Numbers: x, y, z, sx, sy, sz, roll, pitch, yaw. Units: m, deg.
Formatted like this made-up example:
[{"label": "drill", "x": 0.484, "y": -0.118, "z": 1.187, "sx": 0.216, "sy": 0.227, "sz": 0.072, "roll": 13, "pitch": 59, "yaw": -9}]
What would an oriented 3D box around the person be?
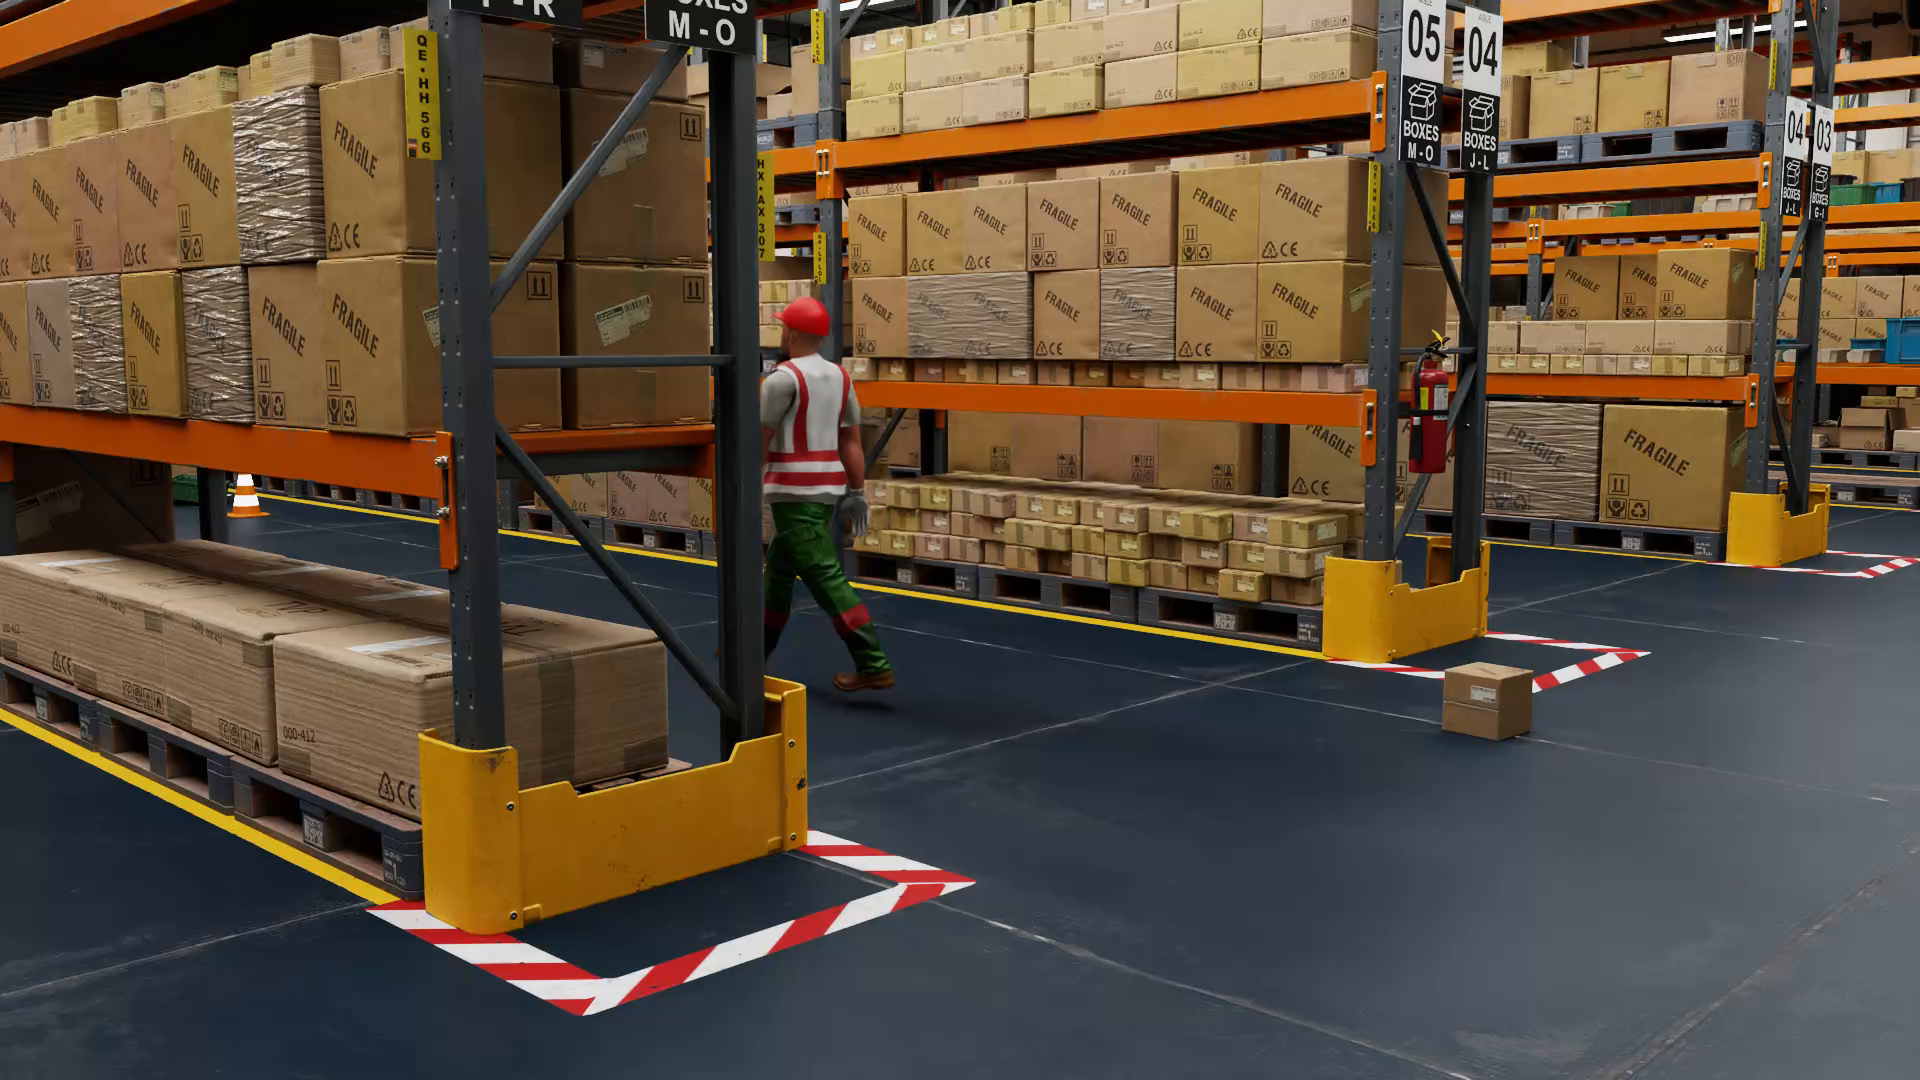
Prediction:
[{"label": "person", "x": -0.731, "y": -0.202, "z": 7.351, "sx": 1.108, "sy": 1.734, "sz": 0.569, "roll": 4, "pitch": 8, "yaw": 31}]
